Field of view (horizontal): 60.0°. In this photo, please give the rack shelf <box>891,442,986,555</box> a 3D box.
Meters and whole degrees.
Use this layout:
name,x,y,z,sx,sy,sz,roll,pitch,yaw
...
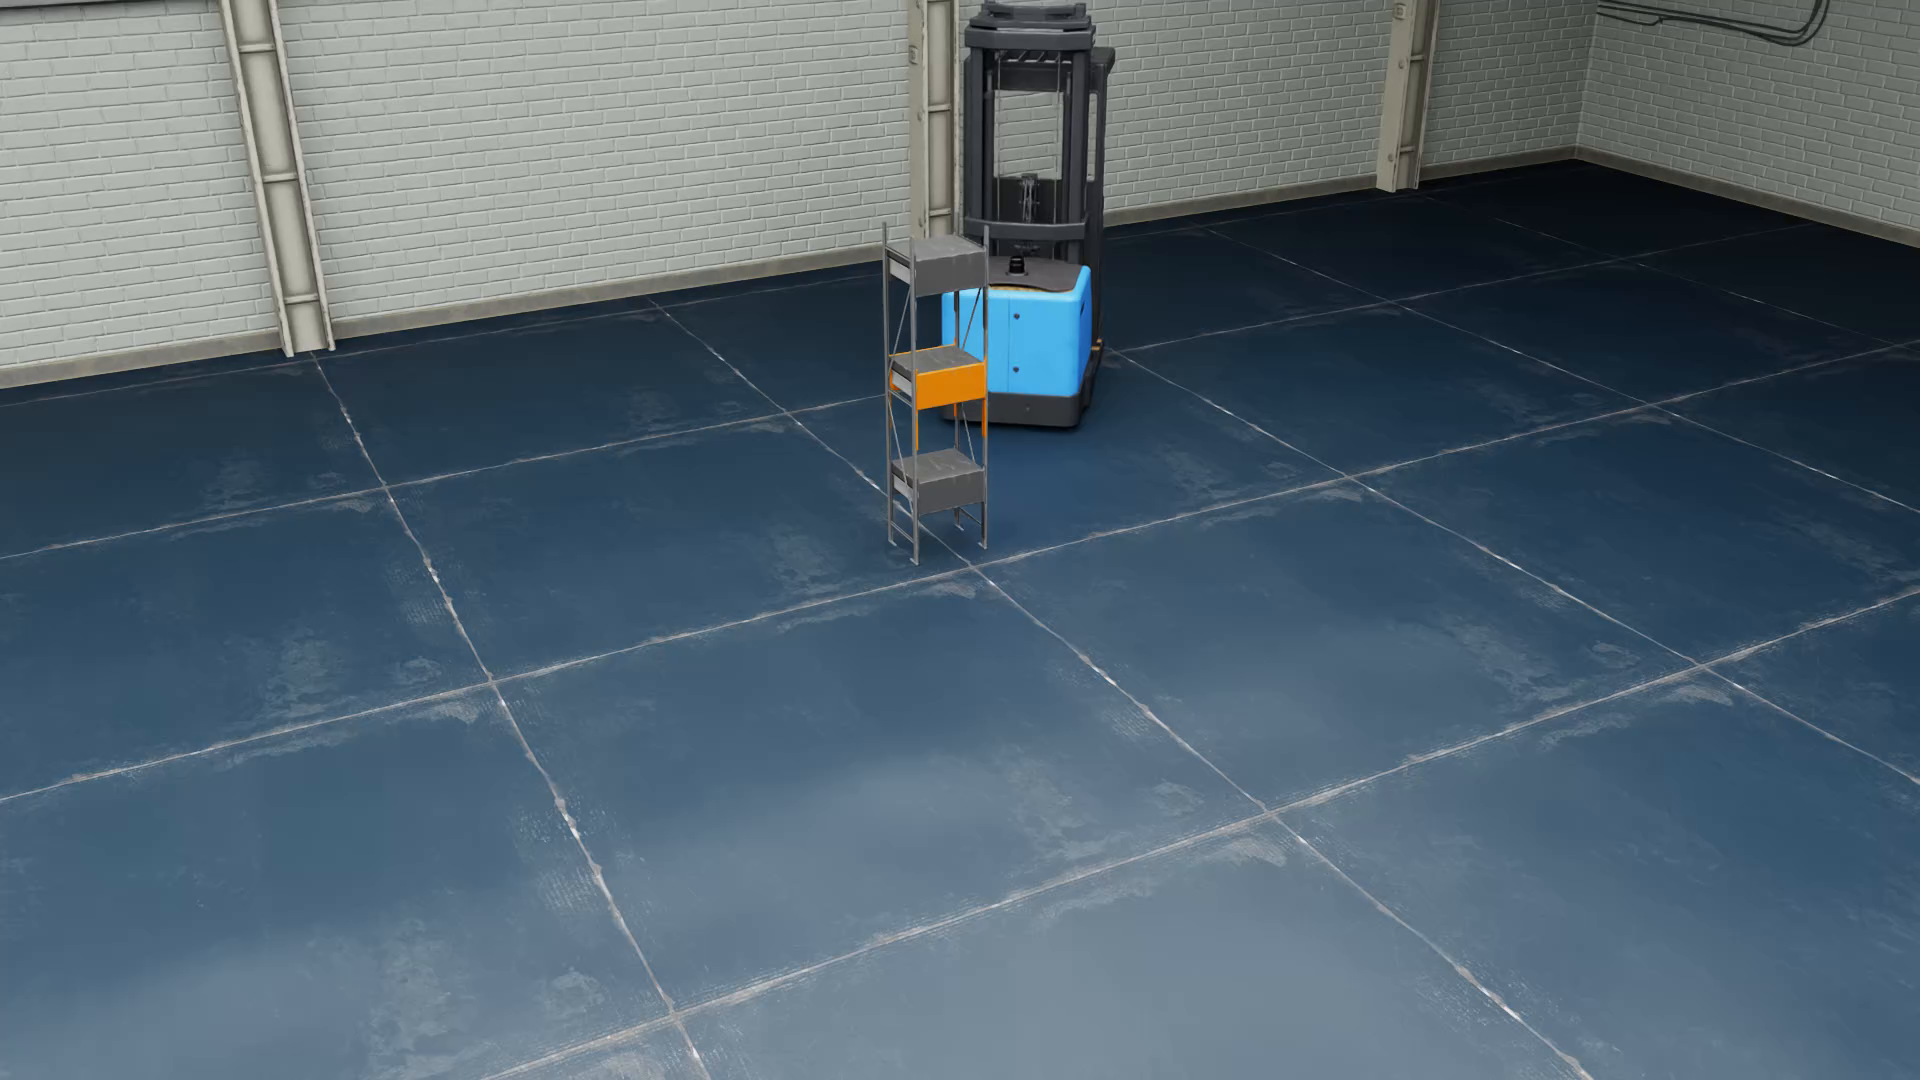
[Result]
name,x,y,z,sx,sy,sz,roll,pitch,yaw
rack shelf,-0.146,-0.270,10.534,0.480,0.518,0.431,-13,29,-25

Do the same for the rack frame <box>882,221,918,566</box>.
name,x,y,z,sx,sy,sz,roll,pitch,yaw
rack frame,-0.361,-0.863,10.122,0.015,2.100,0.400,-13,29,-25

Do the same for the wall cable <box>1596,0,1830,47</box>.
name,x,y,z,sx,sy,sz,roll,pitch,yaw
wall cable,8.268,-6.828,18.163,0.112,2.526,3.097,-13,29,-25

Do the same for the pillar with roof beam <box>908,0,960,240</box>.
name,x,y,z,sx,sy,sz,roll,pitch,yaw
pillar with roof beam,1.778,-5.267,11.323,0.400,9.000,9.100,-13,29,-25

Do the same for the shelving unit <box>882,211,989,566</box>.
name,x,y,z,sx,sy,sz,roll,pitch,yaw
shelving unit,-0.146,-0.913,10.225,0.503,2.100,0.431,-13,29,-25

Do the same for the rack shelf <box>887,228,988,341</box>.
name,x,y,z,sx,sy,sz,roll,pitch,yaw
rack shelf,-0.146,-1.532,9.928,0.480,0.518,0.431,-13,29,-25

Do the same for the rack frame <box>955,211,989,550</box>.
name,x,y,z,sx,sy,sz,roll,pitch,yaw
rack frame,0.069,-0.963,10.329,0.015,2.100,0.400,-13,29,-25

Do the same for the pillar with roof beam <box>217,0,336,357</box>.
name,x,y,z,sx,sy,sz,roll,pitch,yaw
pillar with roof beam,-3.516,-4.045,8.778,0.400,9.000,9.100,-13,29,-25

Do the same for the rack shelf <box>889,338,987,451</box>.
name,x,y,z,sx,sy,sz,roll,pitch,yaw
rack shelf,-0.146,-0.901,10.231,0.480,0.518,0.431,-13,29,-25

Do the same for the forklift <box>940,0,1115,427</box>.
name,x,y,z,sx,sy,sz,roll,pitch,yaw
forklift,0.608,-2.772,13.136,1.130,2.935,3.031,4,26,9

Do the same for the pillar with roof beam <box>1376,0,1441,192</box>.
name,x,y,z,sx,sy,sz,roll,pitch,yaw
pillar with roof beam,7.072,-6.489,13.868,0.400,9.000,9.100,-13,29,-25
